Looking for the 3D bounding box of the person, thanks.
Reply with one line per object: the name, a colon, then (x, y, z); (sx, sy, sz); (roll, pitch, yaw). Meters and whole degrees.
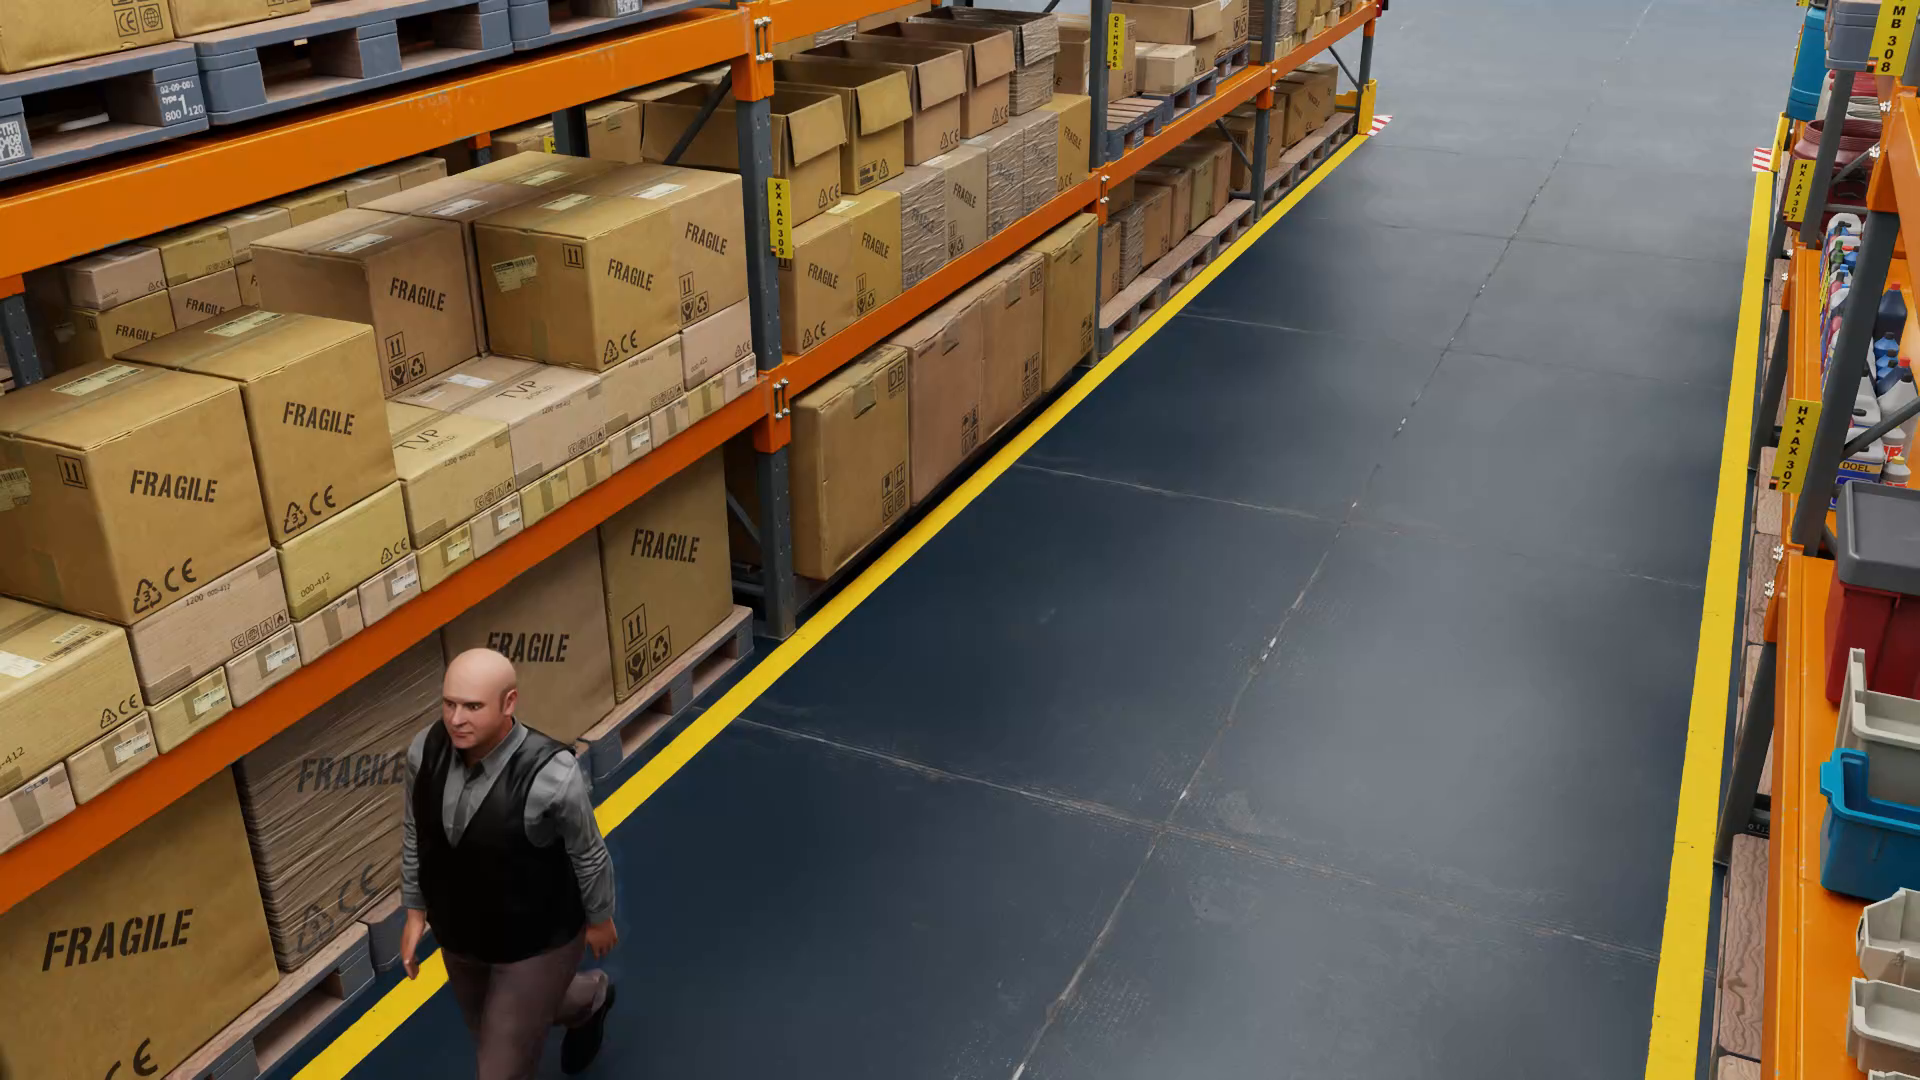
person: (-1.211, 1.025, 4.528); (0.553, 1.689, 0.905); (11, 28, 22)
